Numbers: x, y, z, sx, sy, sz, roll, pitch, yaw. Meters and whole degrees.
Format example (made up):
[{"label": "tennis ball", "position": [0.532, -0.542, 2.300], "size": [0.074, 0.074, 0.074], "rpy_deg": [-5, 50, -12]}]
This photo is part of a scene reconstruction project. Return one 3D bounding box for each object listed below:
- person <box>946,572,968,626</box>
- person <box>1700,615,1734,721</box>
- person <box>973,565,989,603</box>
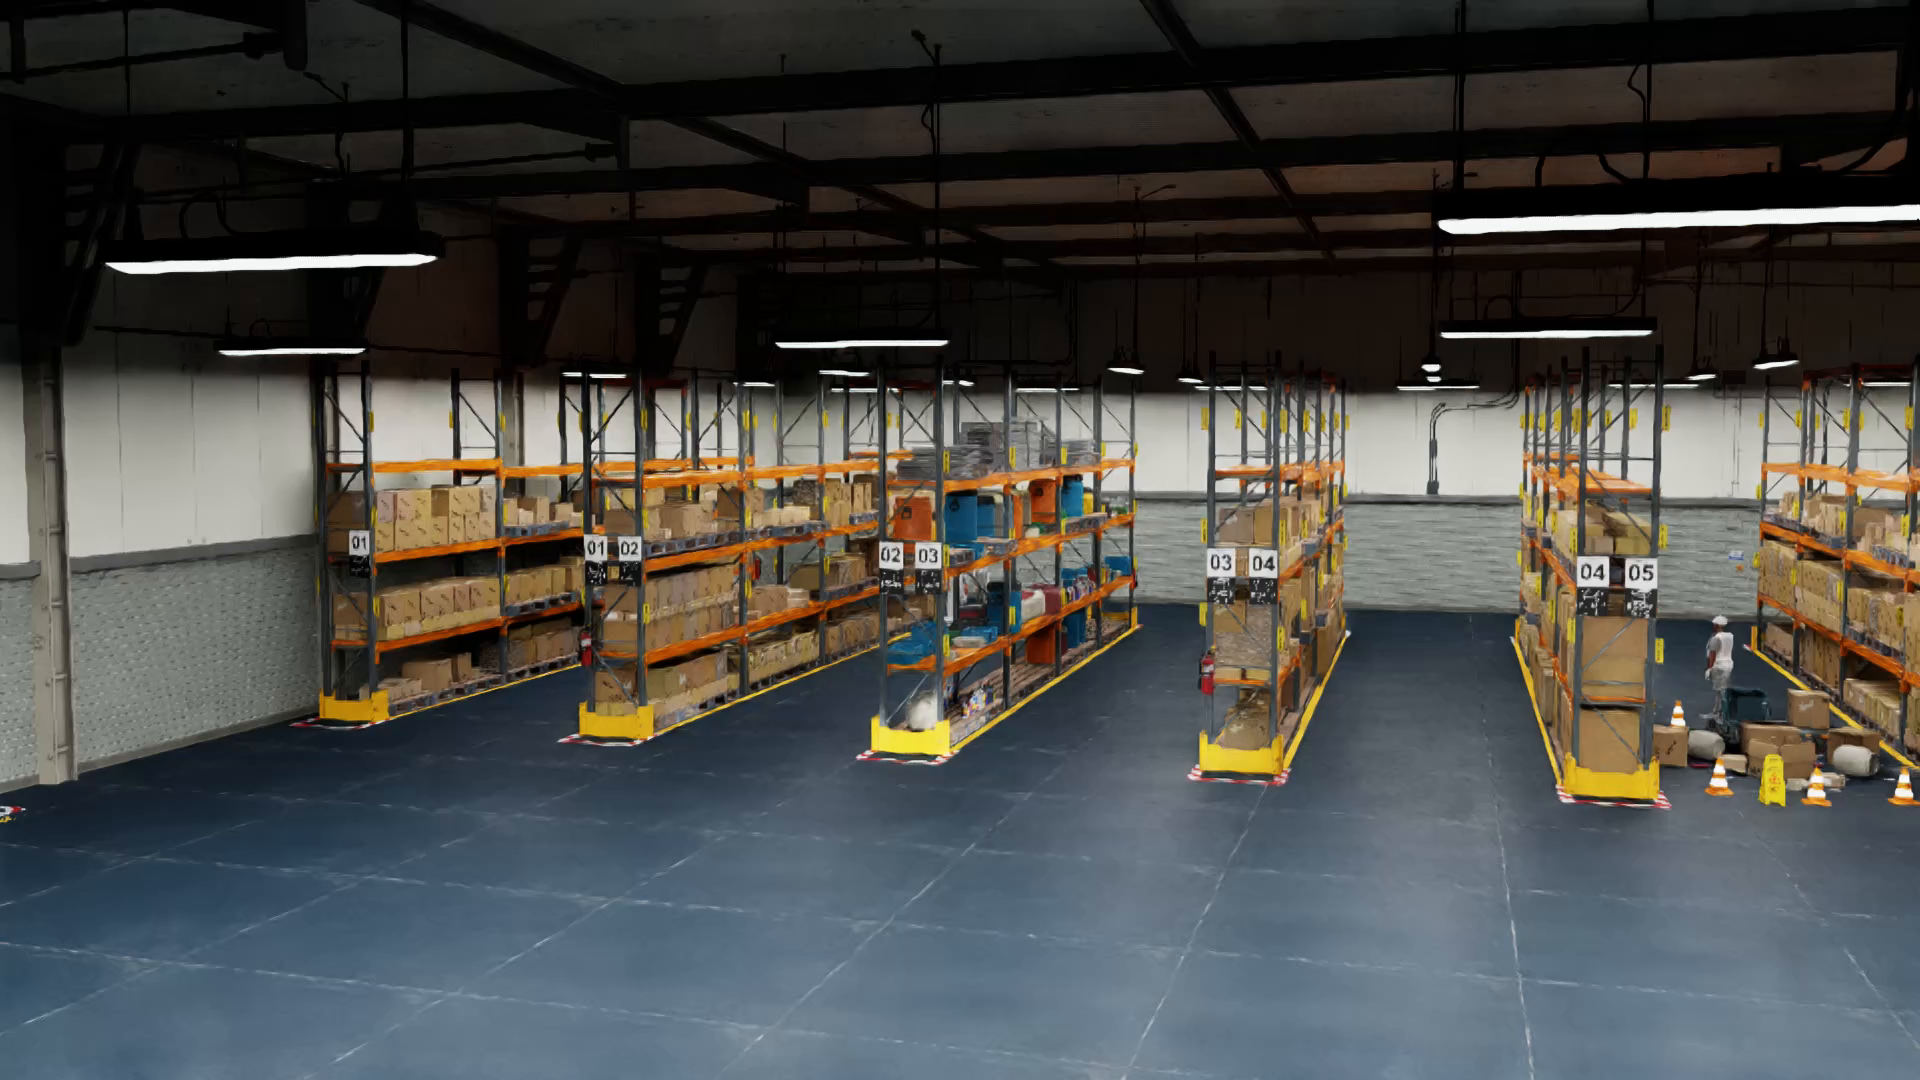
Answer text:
[{"label": "person", "position": [-0.080, 1.301, 39.653], "size": [0.550, 1.709, 1.128], "rpy_deg": [1, 4, 14]}, {"label": "person", "position": [12.545, 2.129, 27.544], "size": [0.662, 1.783, 0.577], "rpy_deg": [-4, 6, -44]}, {"label": "person", "position": [0.546, 1.163, 42.851], "size": [0.411, 1.530, 0.957], "rpy_deg": [1, 4, 8]}]
